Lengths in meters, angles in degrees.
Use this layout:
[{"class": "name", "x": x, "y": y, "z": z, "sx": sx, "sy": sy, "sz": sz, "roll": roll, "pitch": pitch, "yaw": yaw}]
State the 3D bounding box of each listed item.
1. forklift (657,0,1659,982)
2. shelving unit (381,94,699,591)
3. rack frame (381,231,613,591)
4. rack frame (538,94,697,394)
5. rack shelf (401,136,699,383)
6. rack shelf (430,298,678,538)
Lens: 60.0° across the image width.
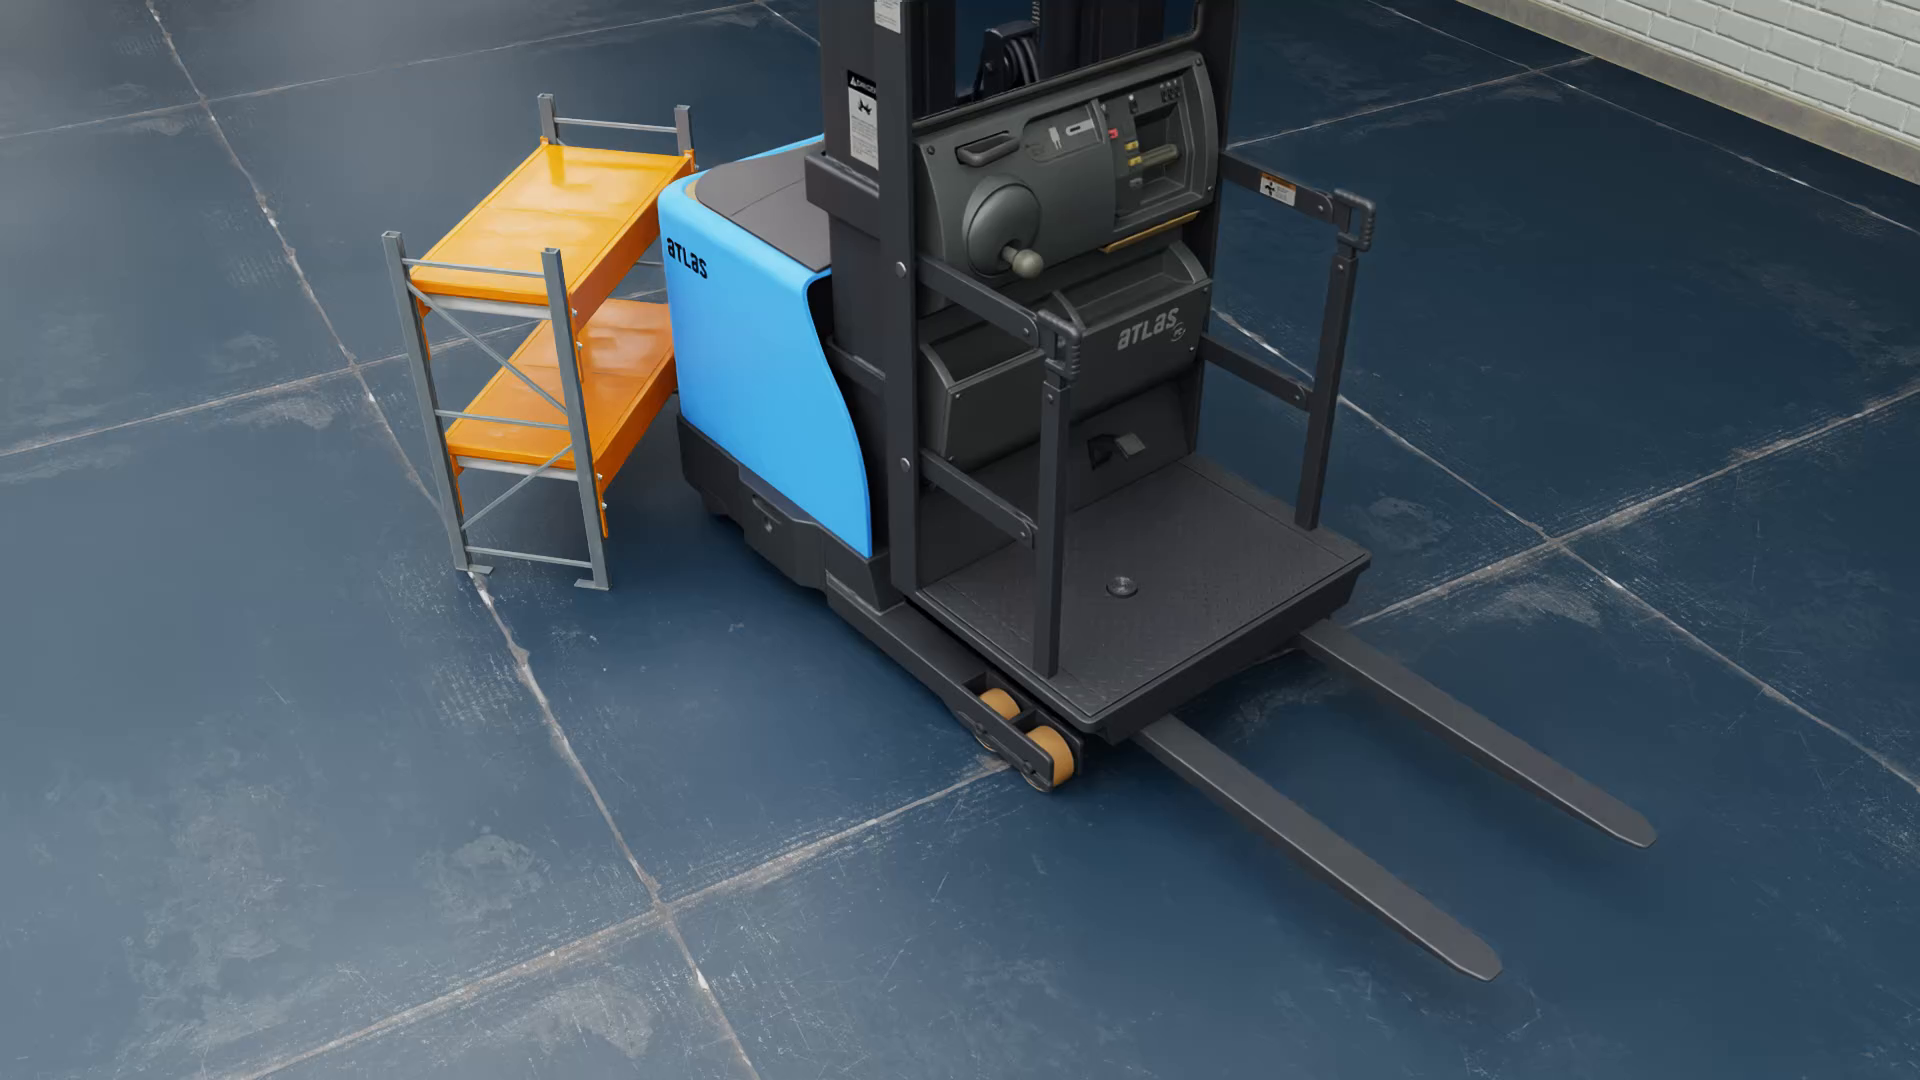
[{"class": "forklift", "x": 0.425, "y": -0.866, "z": 3.951, "sx": 1.130, "sy": 2.935, "sz": 3.031, "roll": -26, "pitch": 44, "yaw": -31}, {"class": "shelving unit", "x": -1.198, "y": -0.633, "z": 5.162, "sx": 0.538, "sy": 1.125, "sz": 1.048, "roll": 7, "pitch": 37, "yaw": 10}, {"class": "rack frame", "x": -1.305, "y": -0.339, "z": 4.761, "sx": 0.500, "sy": 1.125, "sz": 0.032, "roll": 7, "pitch": 37, "yaw": 10}, {"class": "rack frame", "x": -1.090, "y": -0.926, "z": 5.564, "sx": 0.500, "sy": 1.125, "sz": 0.032, "roll": 7, "pitch": 37, "yaw": 10}, {"class": "rack shelf", "x": -1.198, "y": -0.869, "z": 4.990, "sx": 0.538, "sy": 0.278, "sz": 1.000, "roll": 7, "pitch": 37, "yaw": 10}, {"class": "rack shelf", "x": -1.198, "y": -0.435, "z": 5.307, "sx": 0.538, "sy": 0.278, "sz": 1.000, "roll": 7, "pitch": 37, "yaw": 10}]
